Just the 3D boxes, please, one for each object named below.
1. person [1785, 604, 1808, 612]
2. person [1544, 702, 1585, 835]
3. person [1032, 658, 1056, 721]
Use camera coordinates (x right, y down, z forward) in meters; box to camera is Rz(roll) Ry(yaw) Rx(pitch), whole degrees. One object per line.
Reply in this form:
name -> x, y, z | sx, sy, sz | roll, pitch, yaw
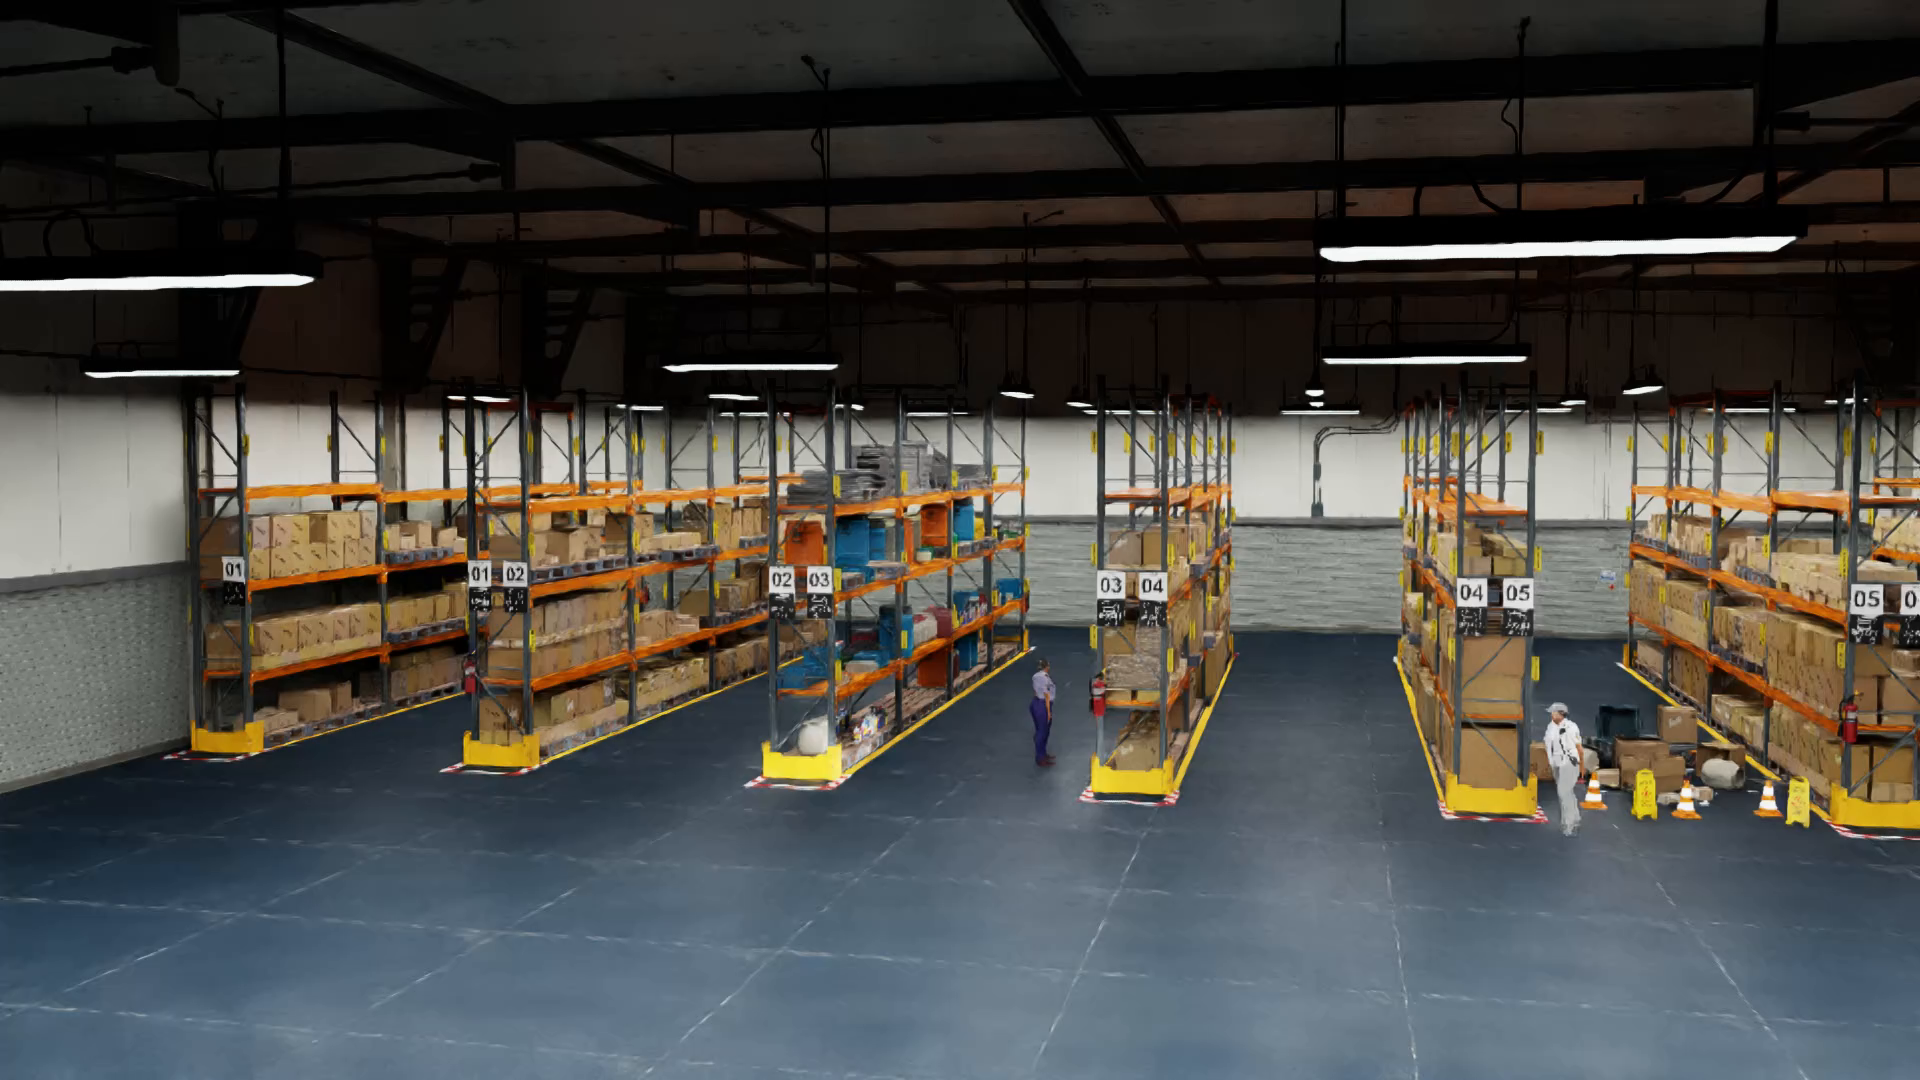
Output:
person -> 20.196, 1.800, 40.167 | 0.476, 1.635, 0.584 | -1, 4, -21
person -> 7.887, 2.951, 21.631 | 0.508, 1.681, 0.595 | -1, 3, -19
person -> 1.325, 2.333, 26.123 | 0.305, 0.976, 0.535 | -1, 3, -19
